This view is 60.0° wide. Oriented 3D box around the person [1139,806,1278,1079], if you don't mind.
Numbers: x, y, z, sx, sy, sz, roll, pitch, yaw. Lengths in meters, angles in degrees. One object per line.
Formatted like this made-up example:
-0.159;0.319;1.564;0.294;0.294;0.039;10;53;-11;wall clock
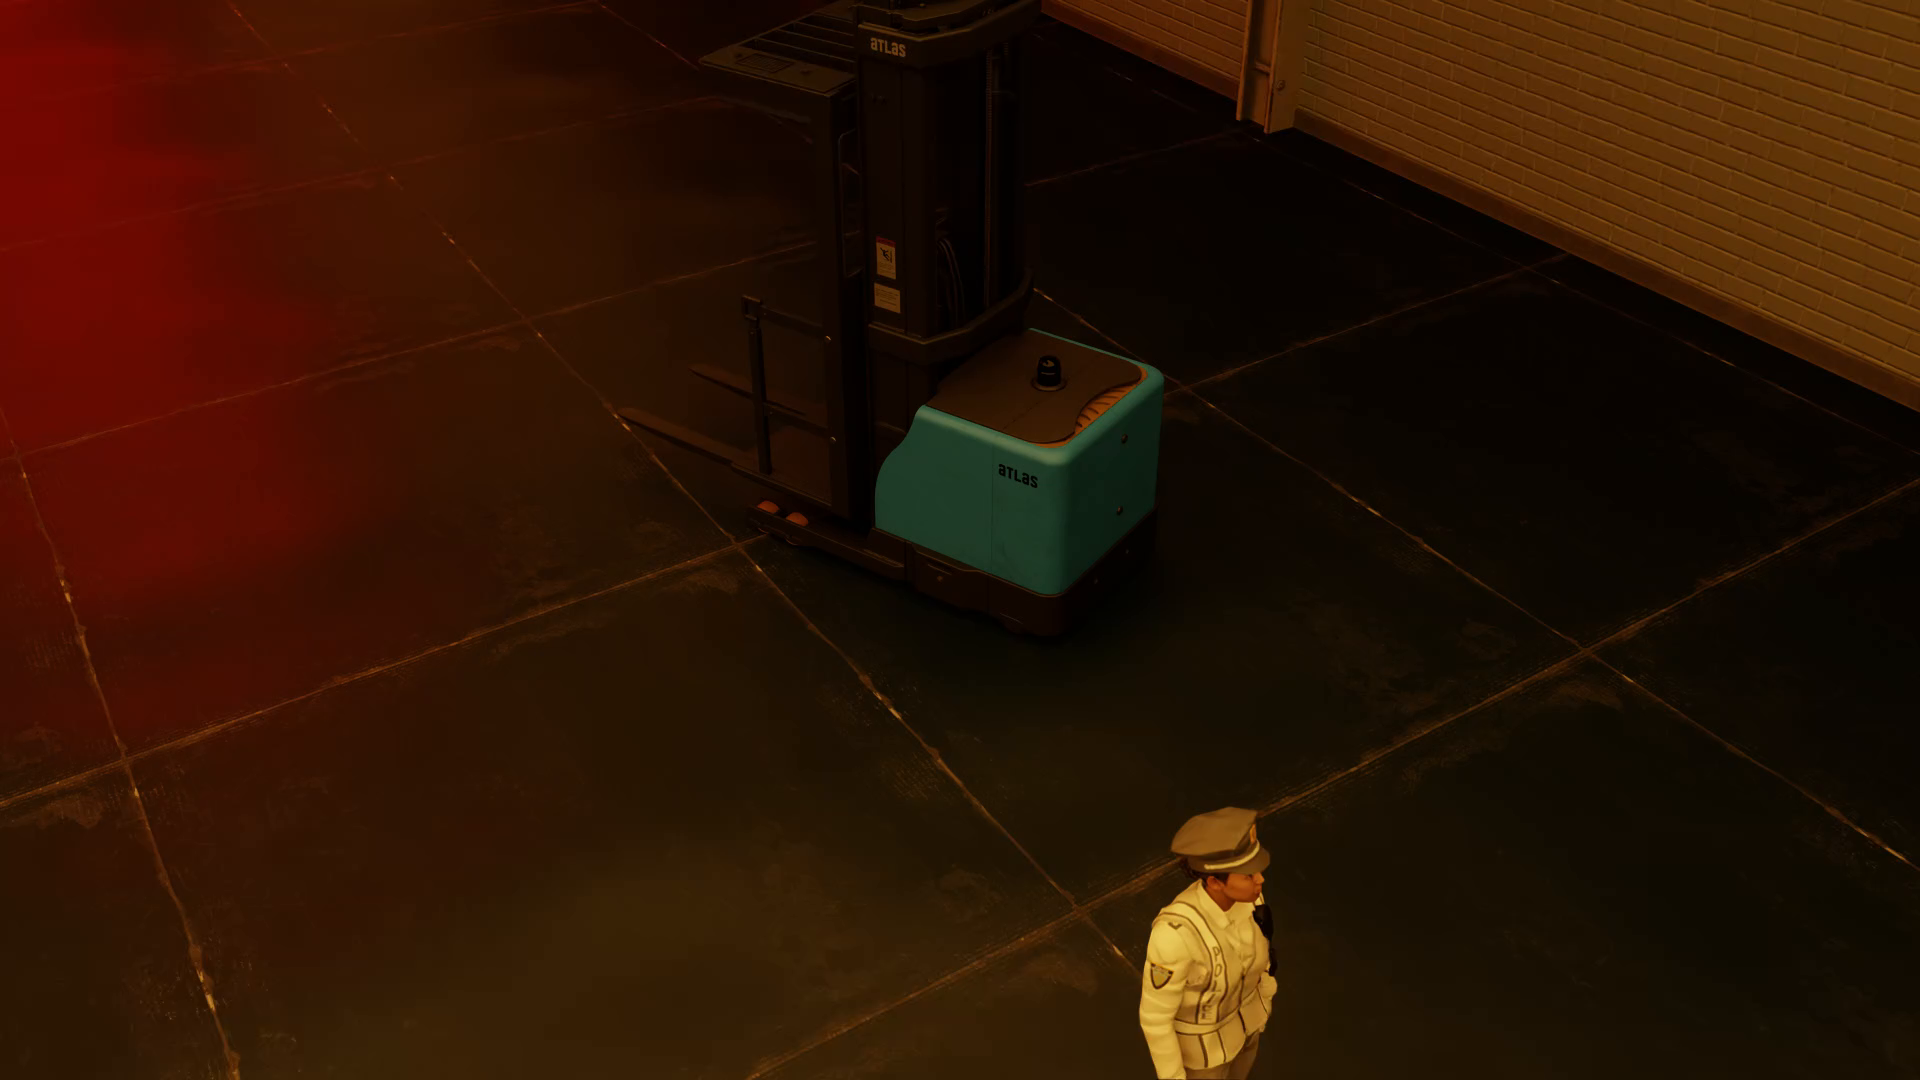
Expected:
0.810;1.530;5.038;0.521;1.700;0.576;27;43;33;person

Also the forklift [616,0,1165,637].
-0.500;-1.399;8.138;3.031;2.935;1.130;22;41;28;forklift
